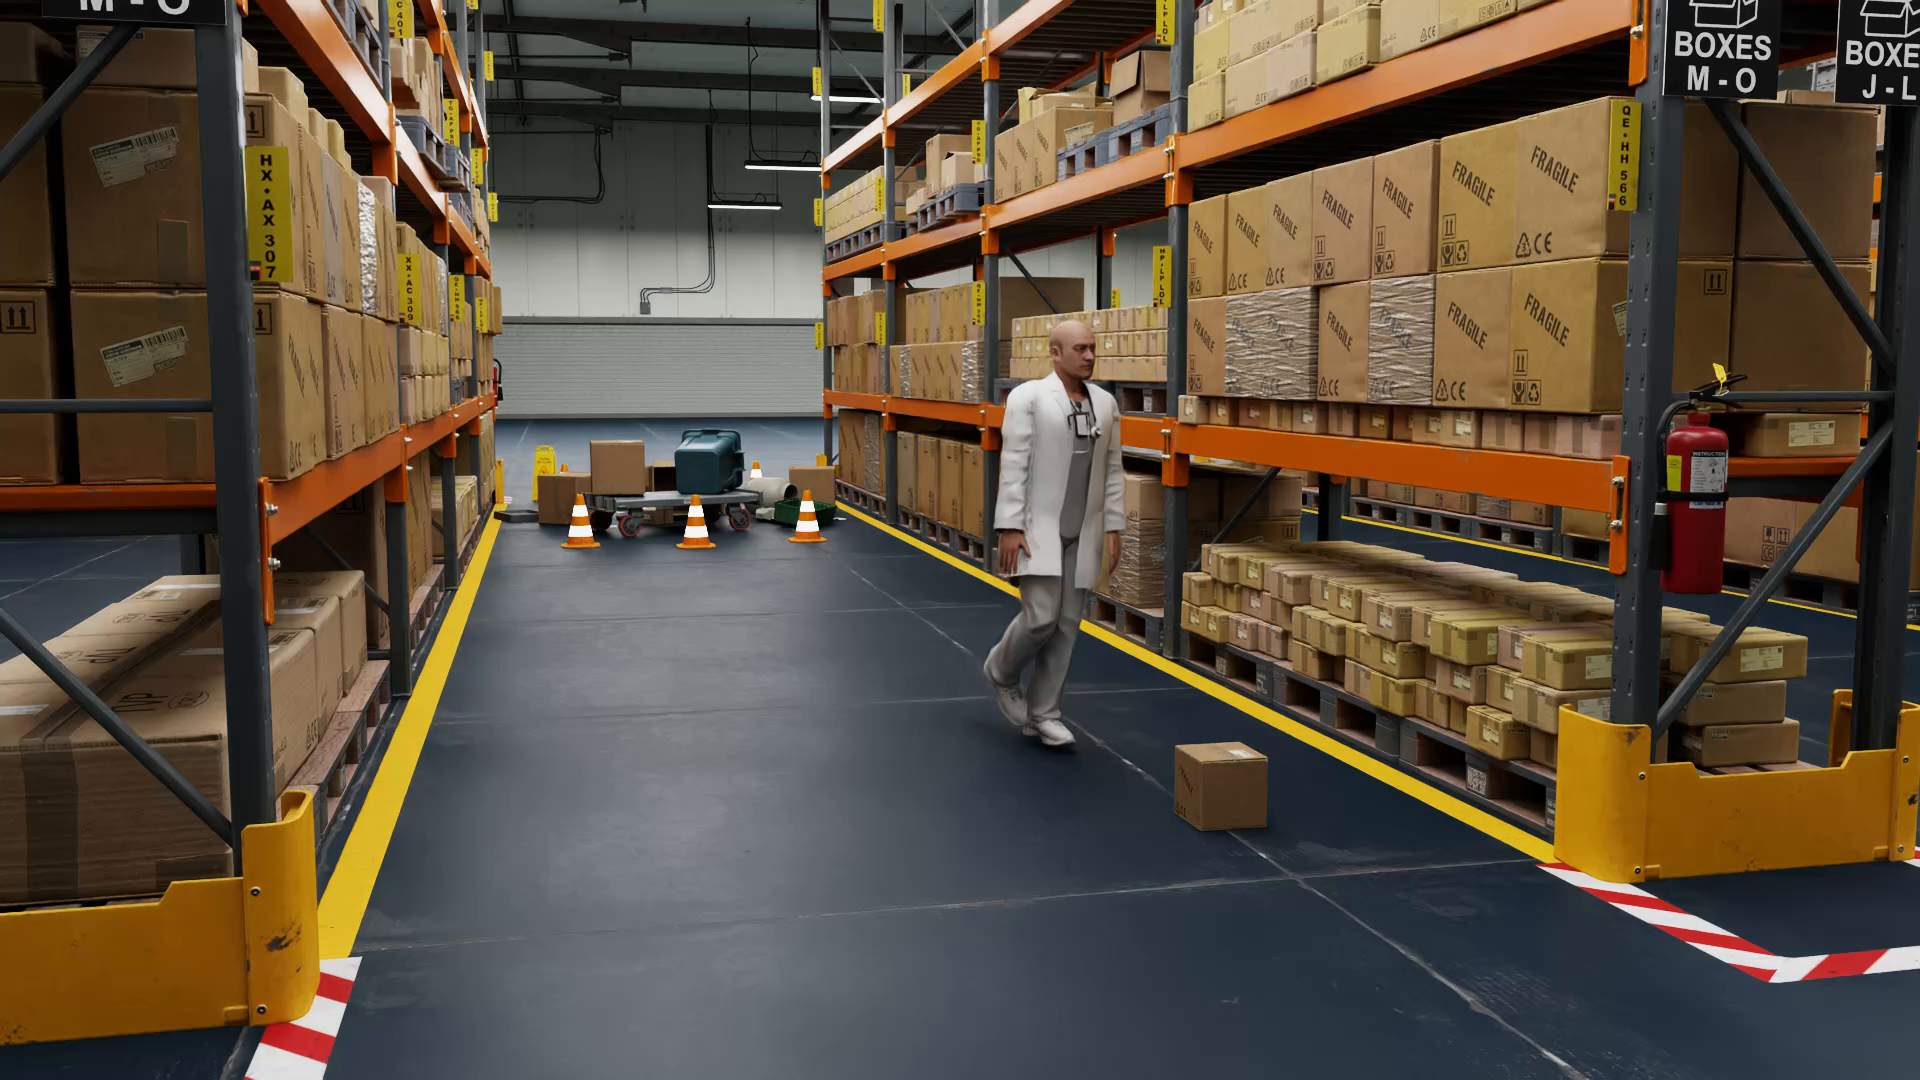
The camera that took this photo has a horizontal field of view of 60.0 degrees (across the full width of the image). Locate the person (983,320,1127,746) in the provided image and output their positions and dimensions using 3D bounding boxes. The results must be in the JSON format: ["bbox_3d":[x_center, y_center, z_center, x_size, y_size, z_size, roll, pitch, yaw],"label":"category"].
[{"bbox_3d":[0.382,-0.036,7.032,0.643,1.771,0.592,-3,7,-27],"label":"person"}]
